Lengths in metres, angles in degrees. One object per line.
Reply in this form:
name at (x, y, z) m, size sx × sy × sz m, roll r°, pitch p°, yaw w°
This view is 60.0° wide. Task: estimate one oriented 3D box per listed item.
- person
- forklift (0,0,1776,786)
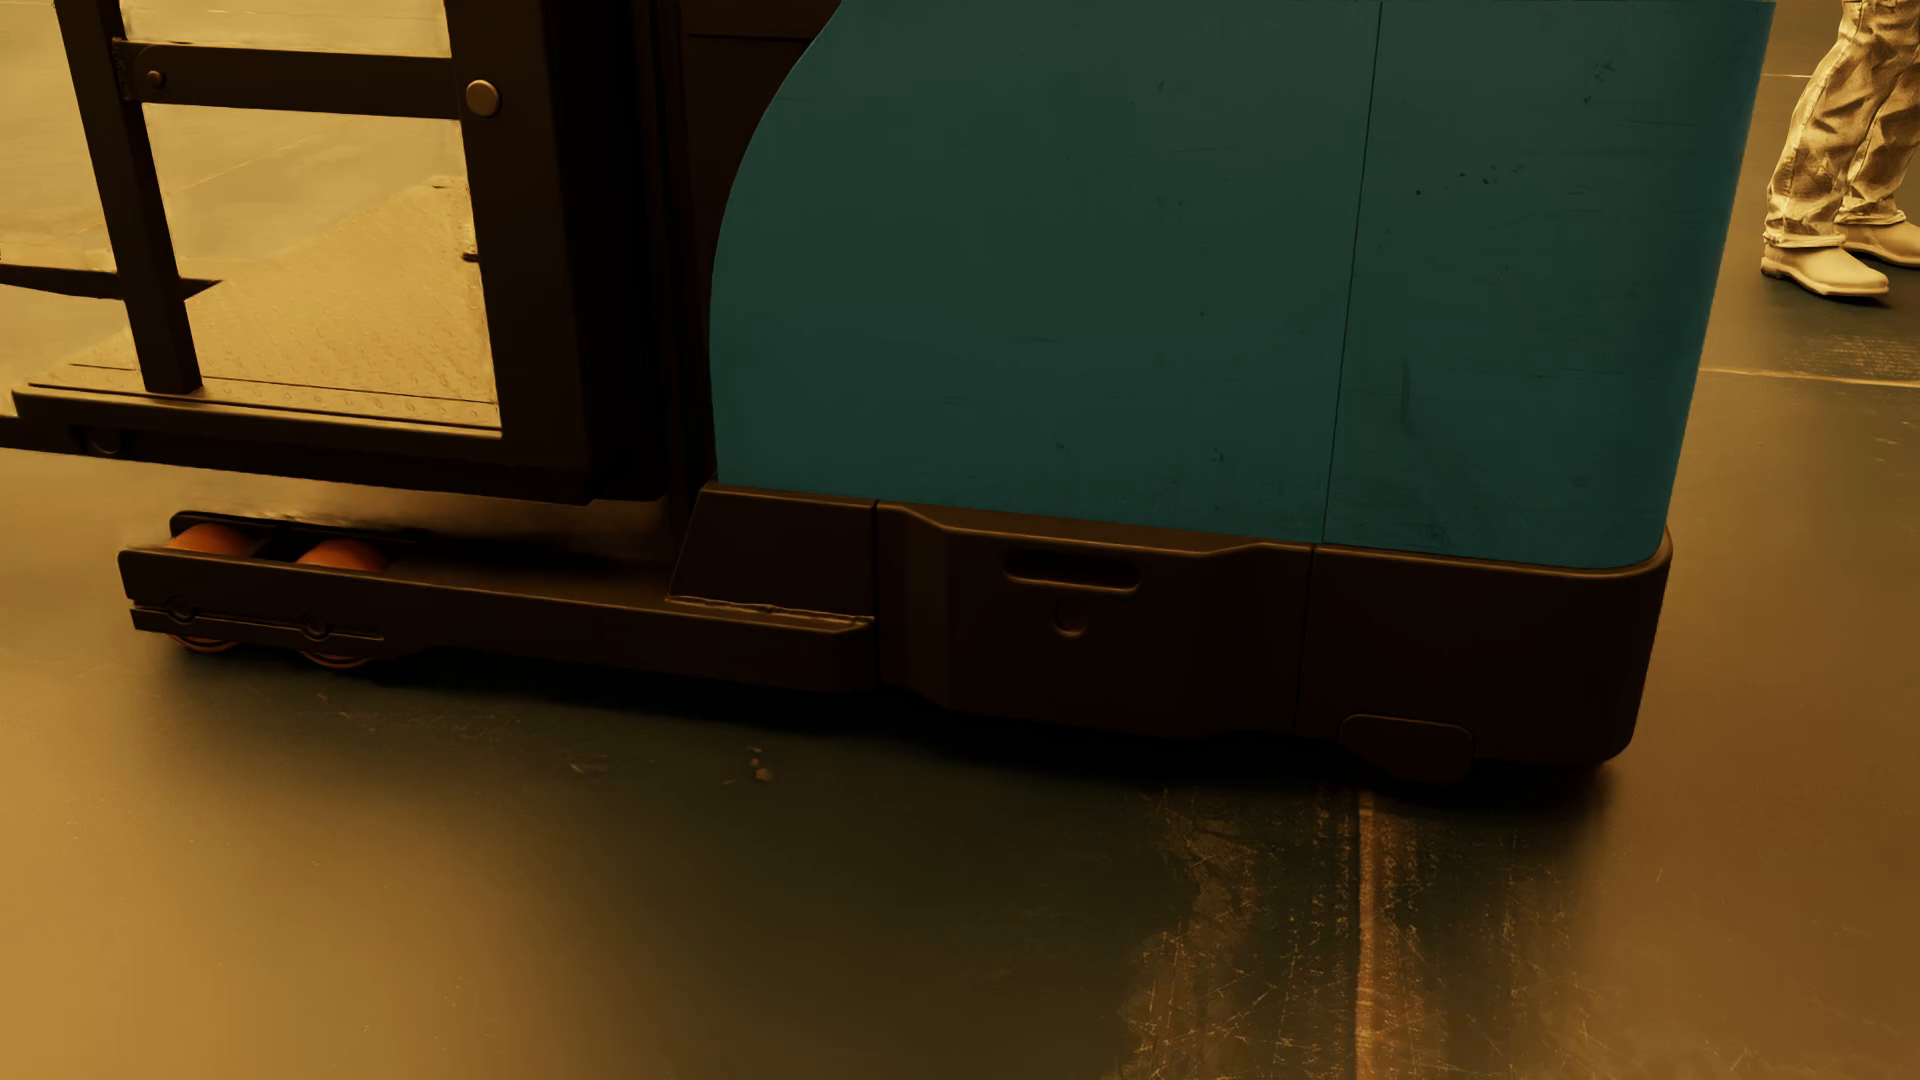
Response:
person at (1.992, -1.404, 3.321) m, size 0.617 × 1.772 × 0.453 m, roll -19°, pitch 33°, yaw -33°
forklift at (-0.610, -1.365, 1.952) m, size 3.031 × 2.935 × 1.130 m, roll 6°, pitch 27°, yaw 12°
